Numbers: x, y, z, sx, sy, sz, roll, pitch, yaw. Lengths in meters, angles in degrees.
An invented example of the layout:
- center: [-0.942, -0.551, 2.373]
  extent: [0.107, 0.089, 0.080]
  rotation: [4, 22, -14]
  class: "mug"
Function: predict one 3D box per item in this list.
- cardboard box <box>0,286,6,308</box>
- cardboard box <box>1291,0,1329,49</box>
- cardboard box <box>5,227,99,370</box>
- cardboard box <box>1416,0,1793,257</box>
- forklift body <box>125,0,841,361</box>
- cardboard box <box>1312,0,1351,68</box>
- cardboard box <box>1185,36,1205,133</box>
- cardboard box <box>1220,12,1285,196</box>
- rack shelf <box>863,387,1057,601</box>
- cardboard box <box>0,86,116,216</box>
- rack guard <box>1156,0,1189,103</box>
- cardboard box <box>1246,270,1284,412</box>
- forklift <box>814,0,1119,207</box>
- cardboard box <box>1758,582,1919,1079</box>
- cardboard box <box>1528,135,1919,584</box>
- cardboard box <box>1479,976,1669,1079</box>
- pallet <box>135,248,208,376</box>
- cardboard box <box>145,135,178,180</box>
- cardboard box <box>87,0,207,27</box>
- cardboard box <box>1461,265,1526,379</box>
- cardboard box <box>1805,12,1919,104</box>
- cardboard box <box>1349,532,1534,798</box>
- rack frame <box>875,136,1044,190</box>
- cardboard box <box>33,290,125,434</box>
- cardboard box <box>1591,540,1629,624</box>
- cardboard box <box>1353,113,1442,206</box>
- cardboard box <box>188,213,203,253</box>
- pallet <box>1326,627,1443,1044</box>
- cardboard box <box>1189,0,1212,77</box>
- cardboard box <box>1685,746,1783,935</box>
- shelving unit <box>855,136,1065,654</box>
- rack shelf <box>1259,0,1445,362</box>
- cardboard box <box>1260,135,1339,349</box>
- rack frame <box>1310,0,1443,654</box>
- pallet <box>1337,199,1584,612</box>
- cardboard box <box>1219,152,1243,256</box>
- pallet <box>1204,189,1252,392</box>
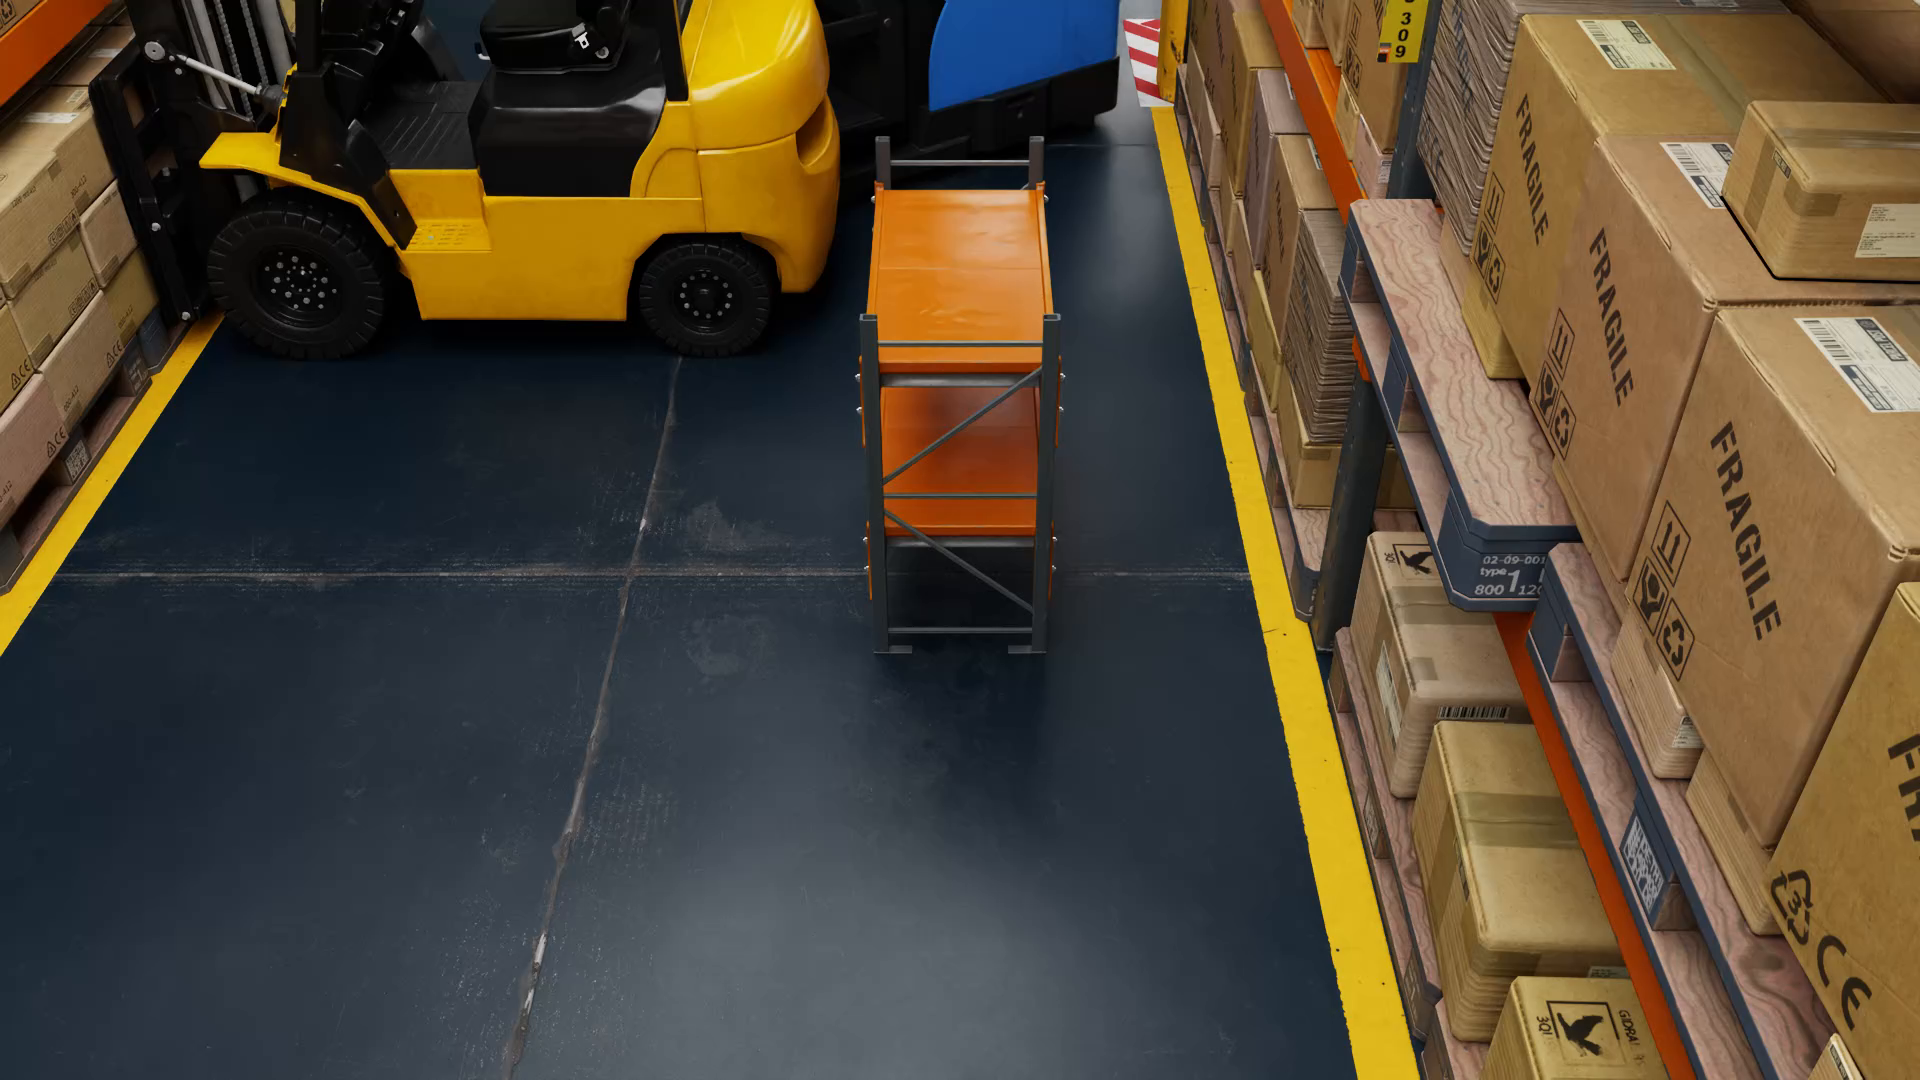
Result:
- center: [-3.113, -0.657, 4.734]
  extent: [0.500, 0.250, 0.500]
  rotation: [-1, 39, -1]
  class: "cardboard box"
- center: [1.228, -1.617, 5.070]
  extent: [0.380, 0.149, 0.250]
  rotation: [-1, 39, -1]
  class: "cardboard box"
- center: [-3.121, -0.777, 5.284]
  extent: [0.500, 0.250, 0.500]
  rotation: [0, 39, 0]
  class: "cardboard box"
- center: [1.251, -0.904, 3.326]
  extent: [0.500, 0.500, 0.500]
  rotation: [1, 39, 1]
  class: "cardboard box"
- center: [-1.604, -1.859, 5.849]
  extent: [2.313, 2.155, 1.214]
  rotation: [0, 39, 0]
  class: "forklift body"
- center: [1.281, -1.633, 4.572]
  extent: [0.500, 0.500, 0.500]
  rotation: [1, 39, 1]
  class: "cardboard box"
- center: [1.257, -1.966, 7.168]
  extent: [0.500, 0.250, 0.500]
  rotation: [0, 39, 0]
  class: "cardboard box"
- center: [1.255, -1.604, 6.116]
  extent: [0.500, 0.500, 0.500]
  rotation: [1, 39, 1]
  class: "cardboard box"
- center: [0.000, -0.244, 5.046]
  extent: [0.538, 0.278, 1.000]
  rotation: [0, 39, 0]
  class: "rack shelf"
- center: [-3.116, -1.288, 5.521]
  extent: [0.500, 0.250, 0.500]
  rotation: [1, 39, 1]
  class: "cardboard box"
- center: [1.533, -2.357, 7.792]
  extent: [1.175, 0.500, 0.348]
  rotation: [0, 39, 0]
  class: "rack guard"
- center: [1.257, -0.672, 5.553]
  extent: [0.500, 0.250, 0.500]
  rotation: [-1, 39, -1]
  class: "cardboard box"
- center: [-0.785, -2.808, 6.411]
  extent: [3.031, 2.935, 1.130]
  rotation: [-23, 44, -26]
  class: "forklift"
- center: [1.250, 0.381, 1.723]
  extent: [0.500, 0.500, 0.500]
  rotation: [-3, 39, -3]
  class: "cardboard box"
- center: [1.239, -0.282, 2.550]
  extent: [0.500, 0.500, 0.500]
  rotation: [0, 39, 0]
  class: "cardboard box"
- center: [1.547, 1.195, 3.125]
  extent: [0.950, 0.372, 0.625]
  rotation: [1, 39, 1]
  class: "cardboard box"
- center: [-3.390, -1.047, 6.388]
  extent: [1.003, 0.211, 1.213]
  rotation: [0, 39, 0]
  class: "pallet"
- center: [-3.109, -1.407, 6.070]
  extent: [0.500, 0.250, 0.500]
  rotation: [0, 39, 0]
  class: "cardboard box"
- center: [-3.102, -1.933, 6.327]
  extent: [0.500, 0.250, 0.500]
  rotation: [0, 39, 1]
  class: "cardboard box"
- center: [1.213, -0.443, 3.269]
  extent: [0.380, 0.149, 0.250]
  rotation: [1, 39, 1]
  class: "cardboard box"
- center: [1.769, -0.599, 2.945]
  extent: [0.500, 0.500, 0.500]
  rotation: [0, 39, 0]
  class: "cardboard box"
- center: [1.540, 0.311, 4.229]
  extent: [0.950, 0.372, 0.625]
  rotation: [0, 39, 1]
  class: "cardboard box"
- center: [-0.001, -0.753, 5.290]
  extent: [0.500, 1.125, 0.032]
  rotation: [0, 39, 0]
  class: "rack frame"
- center: [-3.112, -0.584, 5.443]
  extent: [0.500, 0.250, 0.500]
  rotation: [-1, 39, -1]
  class: "cardboard box"
- center: [1.247, 0.050, 2.654]
  extent: [0.380, 0.149, 0.250]
  rotation: [0, 39, 0]
  class: "cardboard box"
- center: [1.232, -0.982, 4.277]
  extent: [0.380, 0.149, 0.250]
  rotation: [0, 39, -1]
  class: "cardboard box"
- center: [-3.109, -1.223, 6.240]
  extent: [0.500, 0.250, 0.500]
  rotation: [1, 39, 1]
  class: "cardboard box"
- center: [1.540, 0.696, 4.212]
  extent: [1.003, 0.211, 1.213]
  rotation: [0, 39, 0]
  class: "pallet"
- center: [1.258, -2.244, 6.915]
  extent: [0.500, 0.500, 0.500]
  rotation: [-1, 39, -2]
  class: "cardboard box"
- center: [1.225, 0.383, 2.238]
  extent: [0.380, 0.149, 0.250]
  rotation: [-1, 39, -1]
  class: "cardboard box"
- center: [0.000, -0.435, 4.893]
  extent: [0.538, 1.125, 1.048]
  rotation: [0, 39, 0]
  class: "shelving unit"
- center: [1.535, -1.849, 5.734]
  extent: [1.077, 0.370, 4.000]
  rotation: [0, 39, 0]
  class: "rack shelf"
- center: [1.266, -0.950, 5.300]
  extent: [0.500, 0.500, 0.500]
  rotation: [1, 39, 1]
  class: "cardboard box"
- center: [1.537, -0.879, 3.948]
  extent: [1.000, 3.000, 0.127]
  rotation: [0, 39, 0]
  class: "rack frame"
- center: [1.393, -0.326, 3.411]
  extent: [1.003, 0.211, 1.213]
  rotation: [0, 39, 0]
  class: "pallet"
- center: [1.263, -1.306, 6.344]
  extent: [0.500, 0.250, 0.500]
  rotation: [2, 39, 3]
  class: "cardboard box"
- center: [1.497, -0.975, 6.298]
  extent: [1.003, 0.211, 1.213]
  rotation: [0, 39, 0]
  class: "pallet"
